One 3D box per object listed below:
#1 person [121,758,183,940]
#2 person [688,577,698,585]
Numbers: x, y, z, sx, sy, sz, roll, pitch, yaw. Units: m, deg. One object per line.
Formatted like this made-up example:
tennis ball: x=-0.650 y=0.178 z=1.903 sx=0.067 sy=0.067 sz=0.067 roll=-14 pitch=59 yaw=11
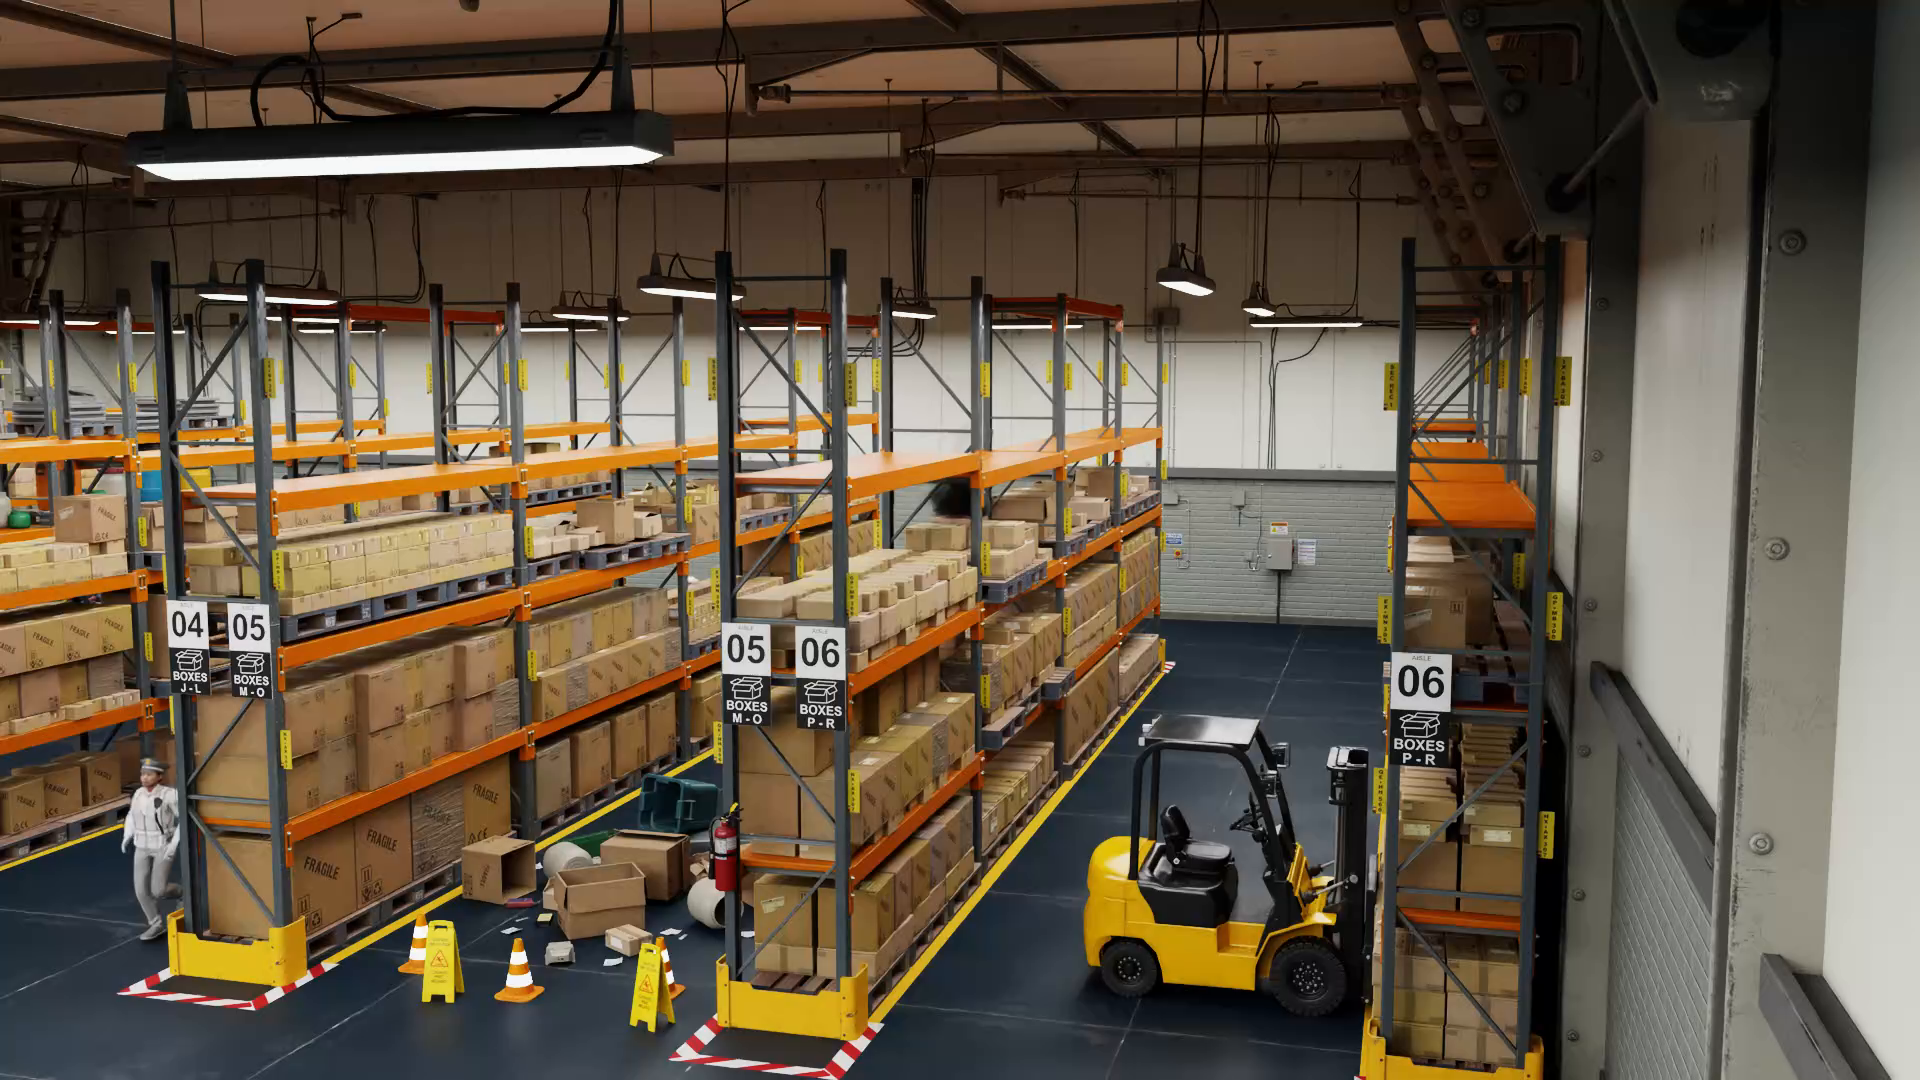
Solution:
person: x=-7.247 y=2.752 z=15.037 sx=0.645 sy=1.638 sz=0.579 roll=1 pitch=6 yaw=10
person: x=-4.301 y=1.459 z=26.981 sx=0.667 sy=1.760 sz=0.723 roll=2 pitch=6 yaw=17
